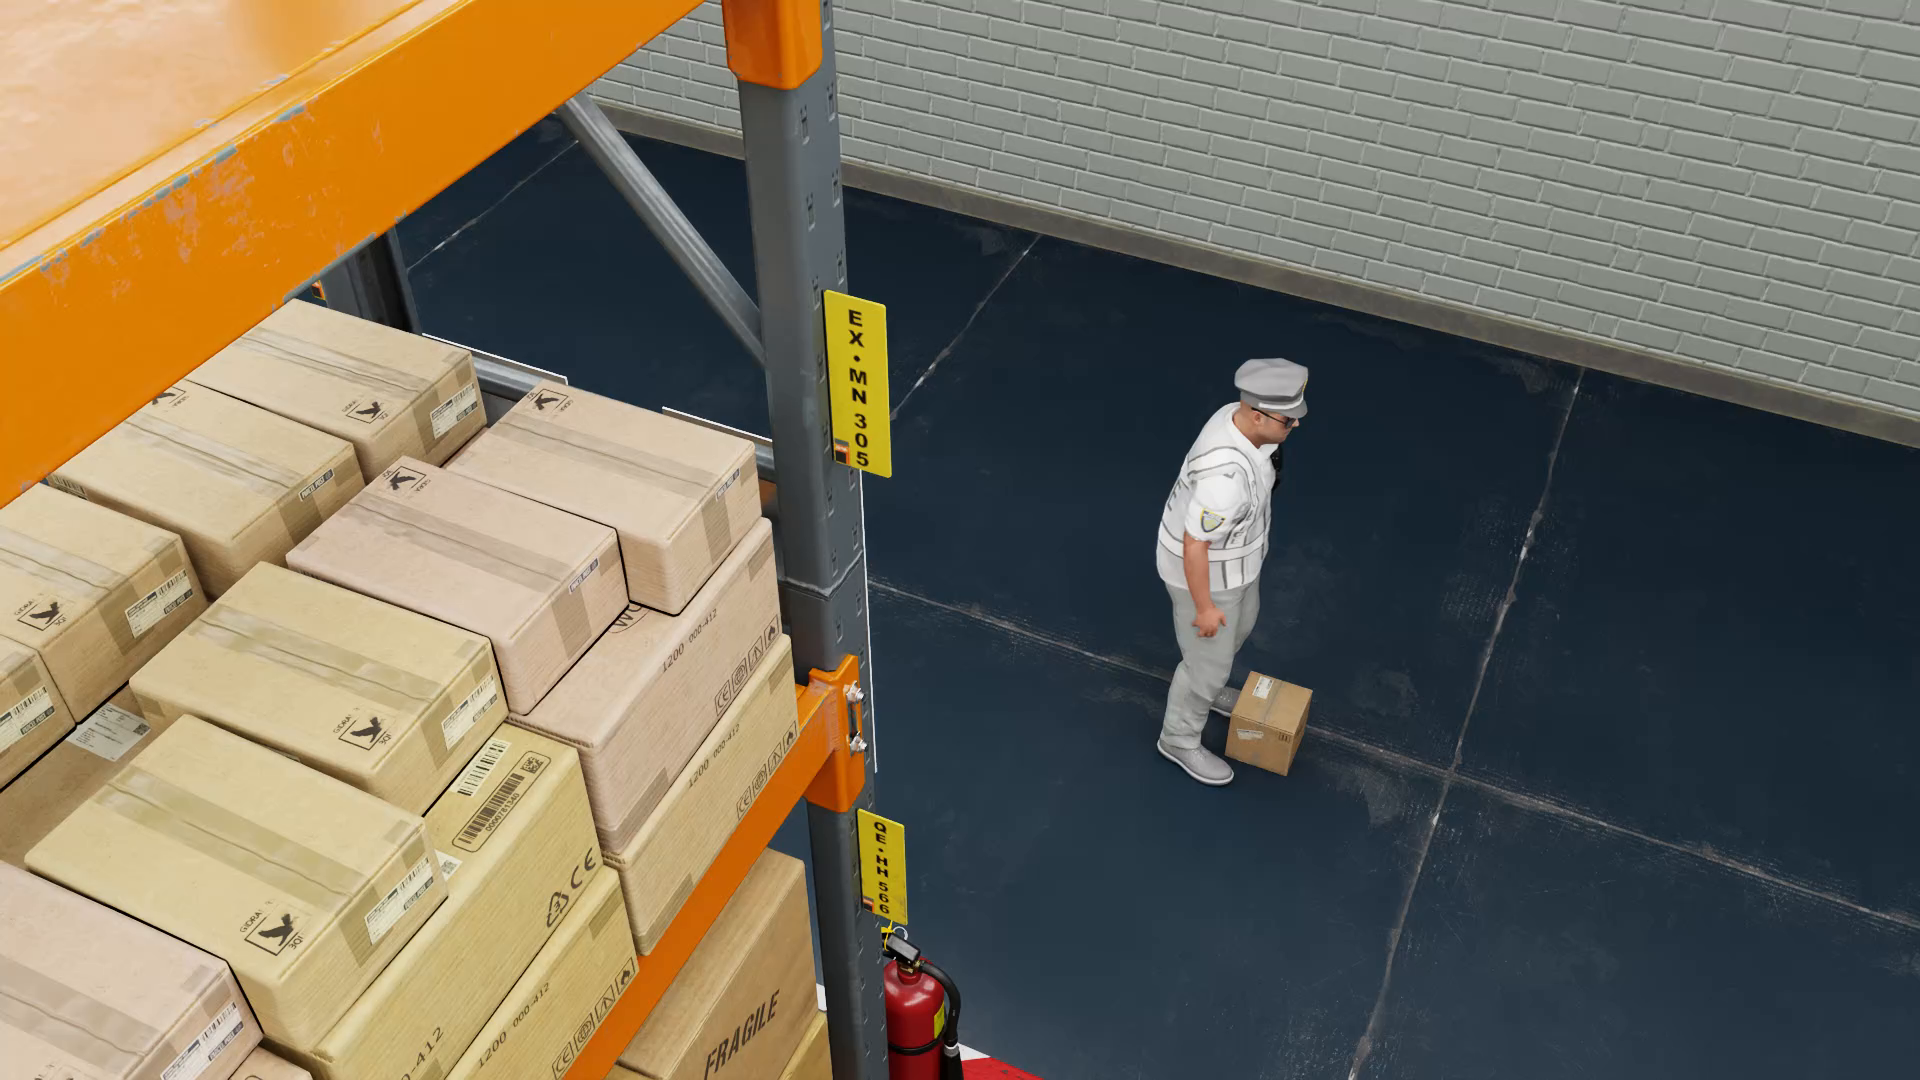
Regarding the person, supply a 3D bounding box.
[{"bbox_3d":[0.946,0.085,6.059,0.439,1.747,0.585,17,45,18],"label":"person"}]
